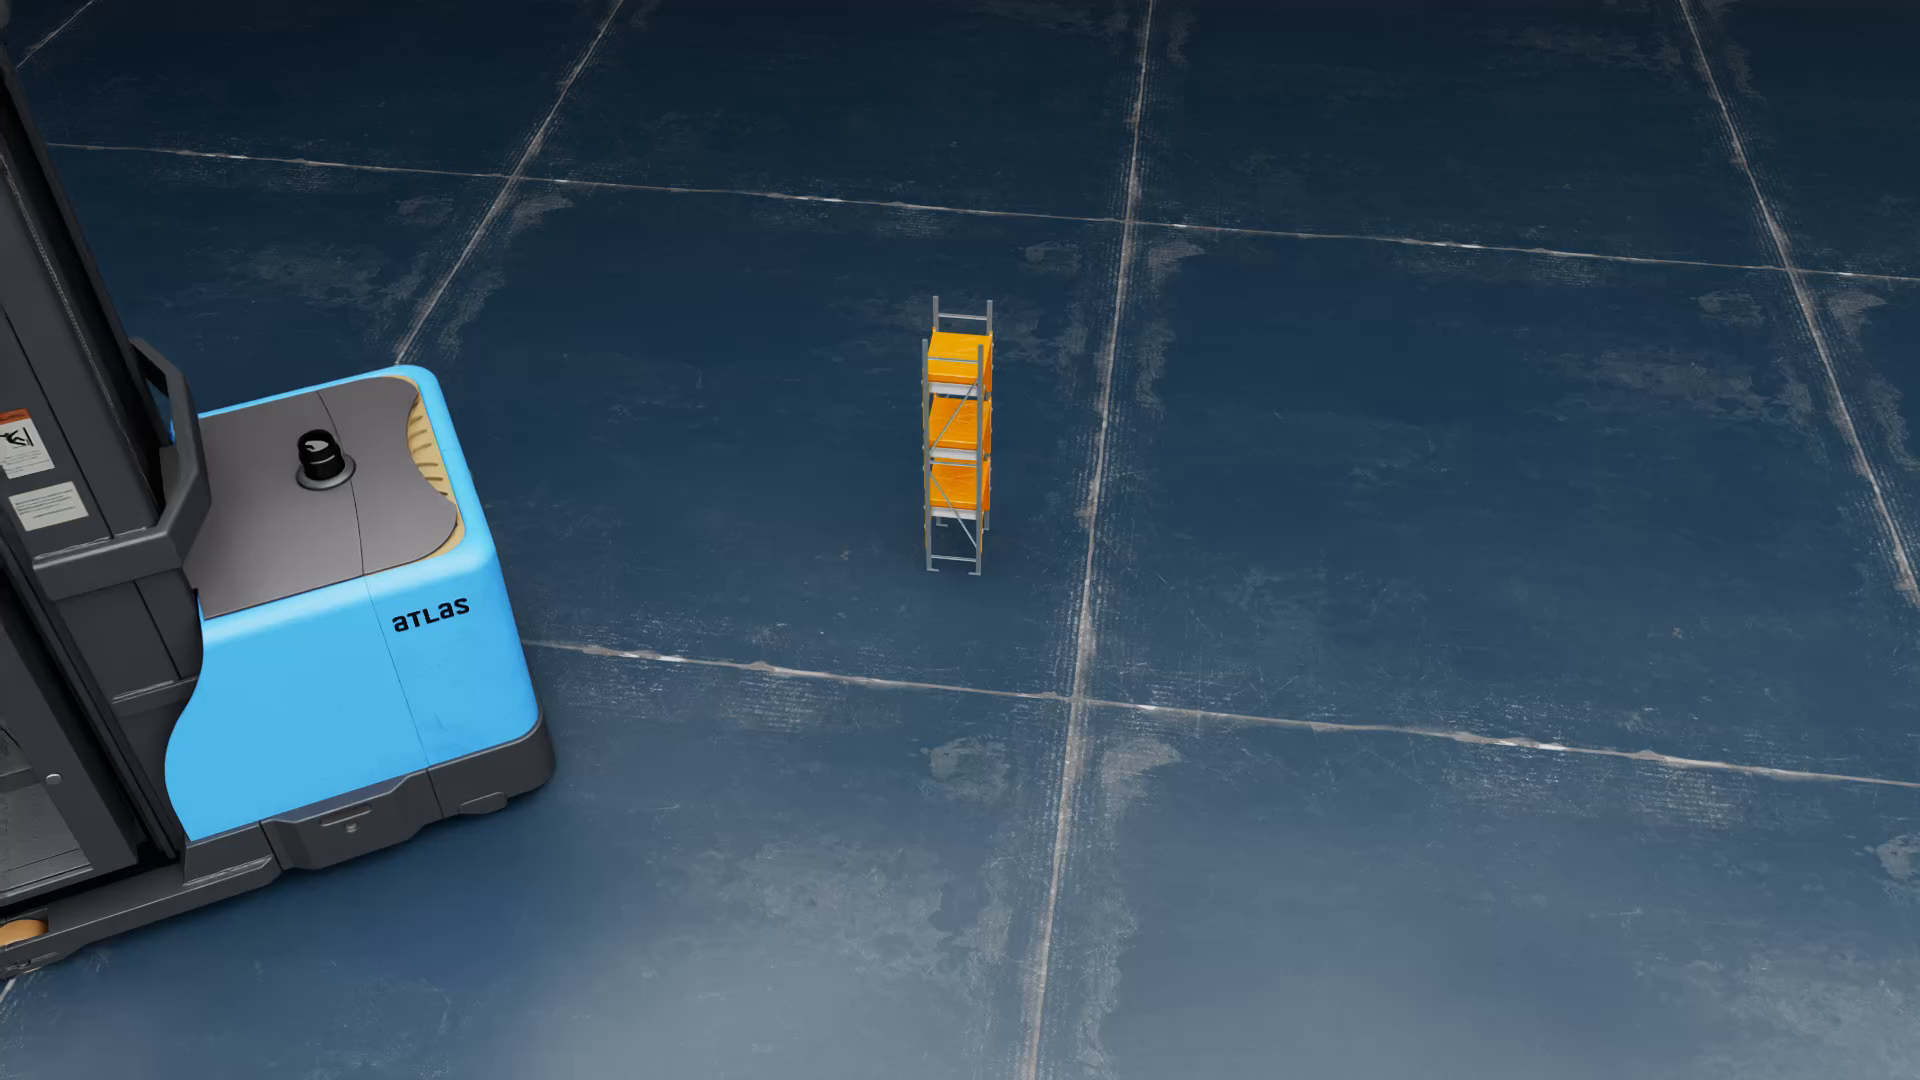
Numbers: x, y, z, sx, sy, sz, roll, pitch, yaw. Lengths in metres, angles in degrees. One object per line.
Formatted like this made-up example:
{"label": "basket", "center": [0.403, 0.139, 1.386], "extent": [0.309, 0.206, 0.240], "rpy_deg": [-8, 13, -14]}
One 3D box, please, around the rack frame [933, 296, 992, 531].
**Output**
{"label": "rack frame", "center": [0.009, -0.428, 5.938], "extent": [0.200, 1.050, 0.008], "rpy_deg": [5, 44, 6]}

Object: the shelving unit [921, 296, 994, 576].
{"label": "shelving unit", "center": [-0.007, -0.345, 5.851], "extent": [0.215, 1.050, 0.252], "rpy_deg": [5, 44, 6]}

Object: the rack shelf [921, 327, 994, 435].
{"label": "rack shelf", "center": [-0.007, -0.543, 5.663], "extent": [0.215, 0.259, 0.240], "rpy_deg": [5, 44, 6]}

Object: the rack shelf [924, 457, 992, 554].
{"label": "rack shelf", "center": [-0.007, -0.135, 6.049], "extent": [0.215, 0.259, 0.240], "rpy_deg": [5, 44, 6]}

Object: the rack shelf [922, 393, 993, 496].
{"label": "rack shelf", "center": [-0.007, -0.337, 5.858], "extent": [0.215, 0.259, 0.240], "rpy_deg": [5, 44, 6]}

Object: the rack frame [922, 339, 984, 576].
{"label": "rack frame", "center": [-0.023, -0.262, 5.763], "extent": [0.200, 1.050, 0.008], "rpy_deg": [5, 44, 6]}

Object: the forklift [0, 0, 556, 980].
{"label": "forklift", "center": [-2.871, -0.151, 4.278], "extent": [3.031, 2.935, 1.130], "rpy_deg": [-17, 46, -17]}
